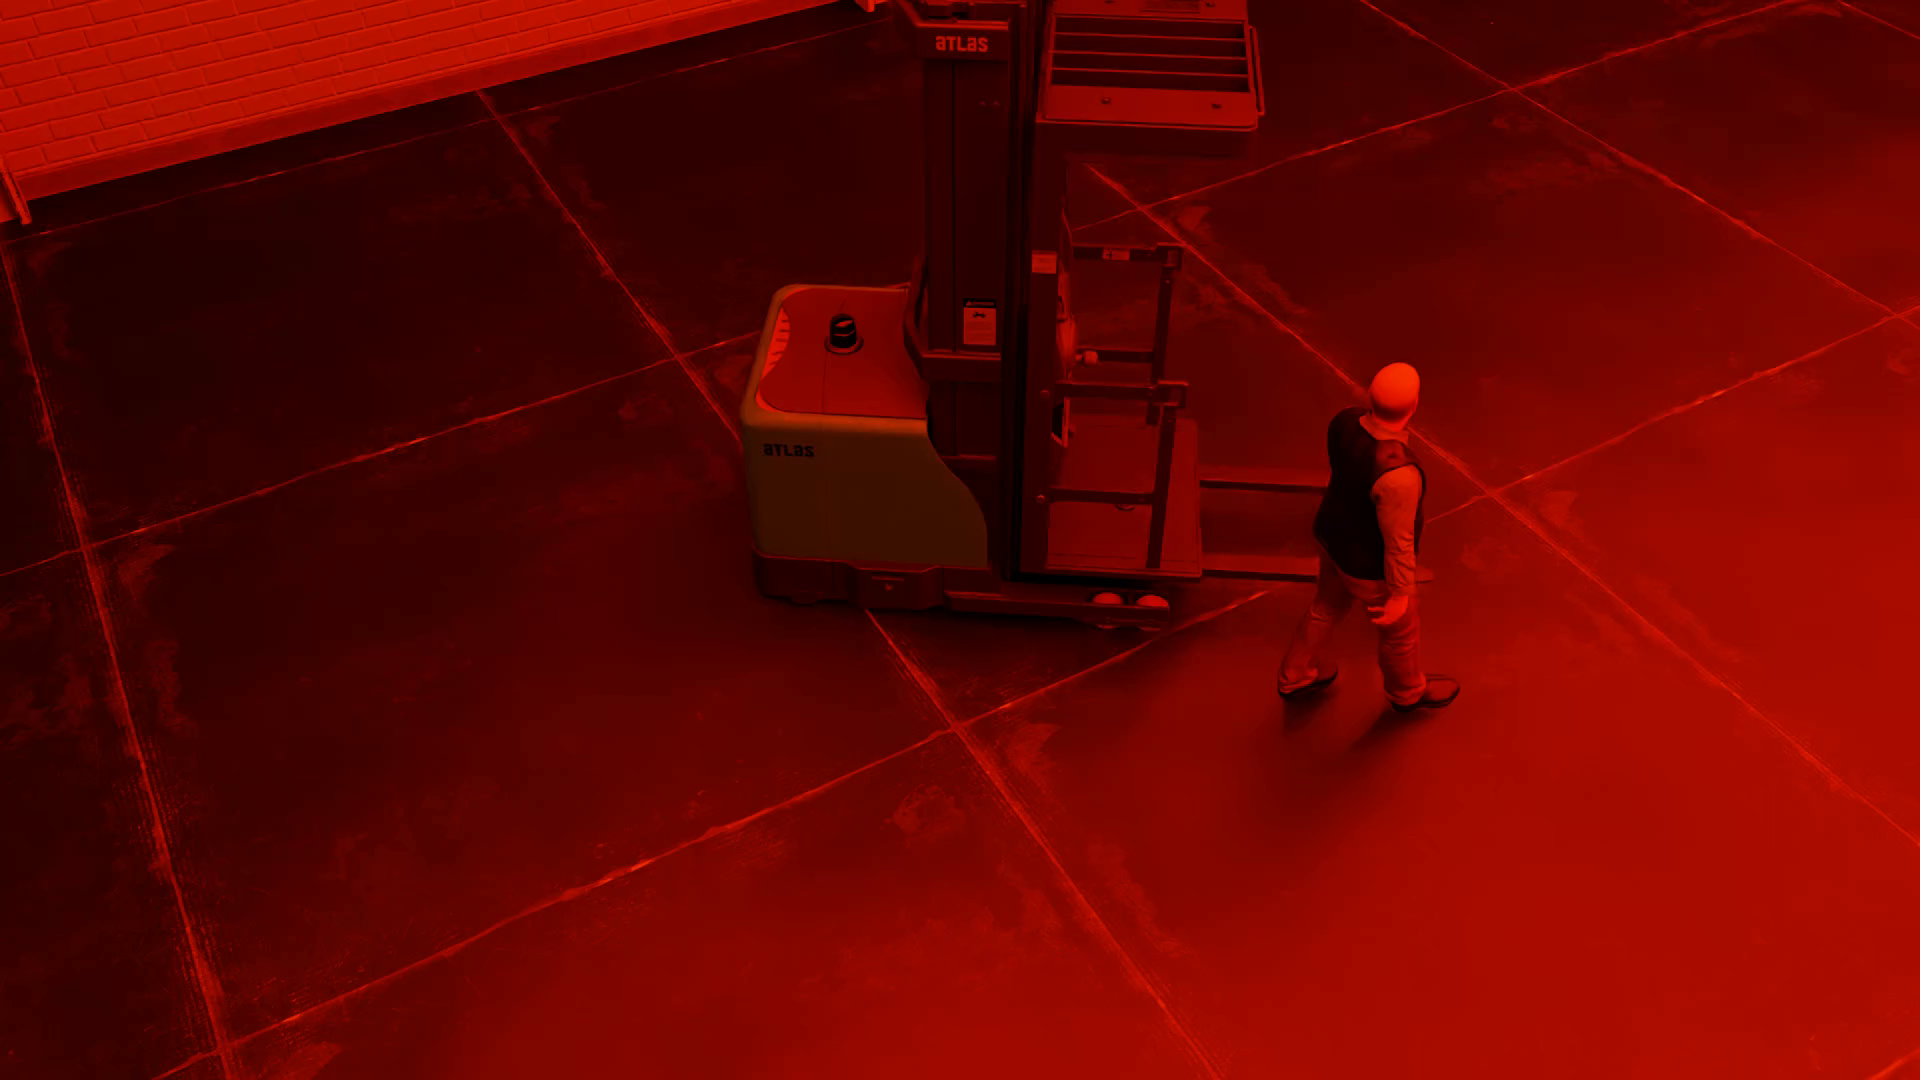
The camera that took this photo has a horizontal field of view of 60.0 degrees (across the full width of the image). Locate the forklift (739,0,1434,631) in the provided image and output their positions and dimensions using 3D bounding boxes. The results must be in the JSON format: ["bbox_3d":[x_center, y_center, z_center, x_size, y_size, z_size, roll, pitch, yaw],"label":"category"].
[{"bbox_3d":[0.611,-1.047,6.826,3.031,2.935,1.130,3,43,3],"label":"forklift"}]

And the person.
[{"bbox_3d":[1.702,0.005,6.544,0.725,1.702,0.671,-15,45,-15],"label":"person"}]
